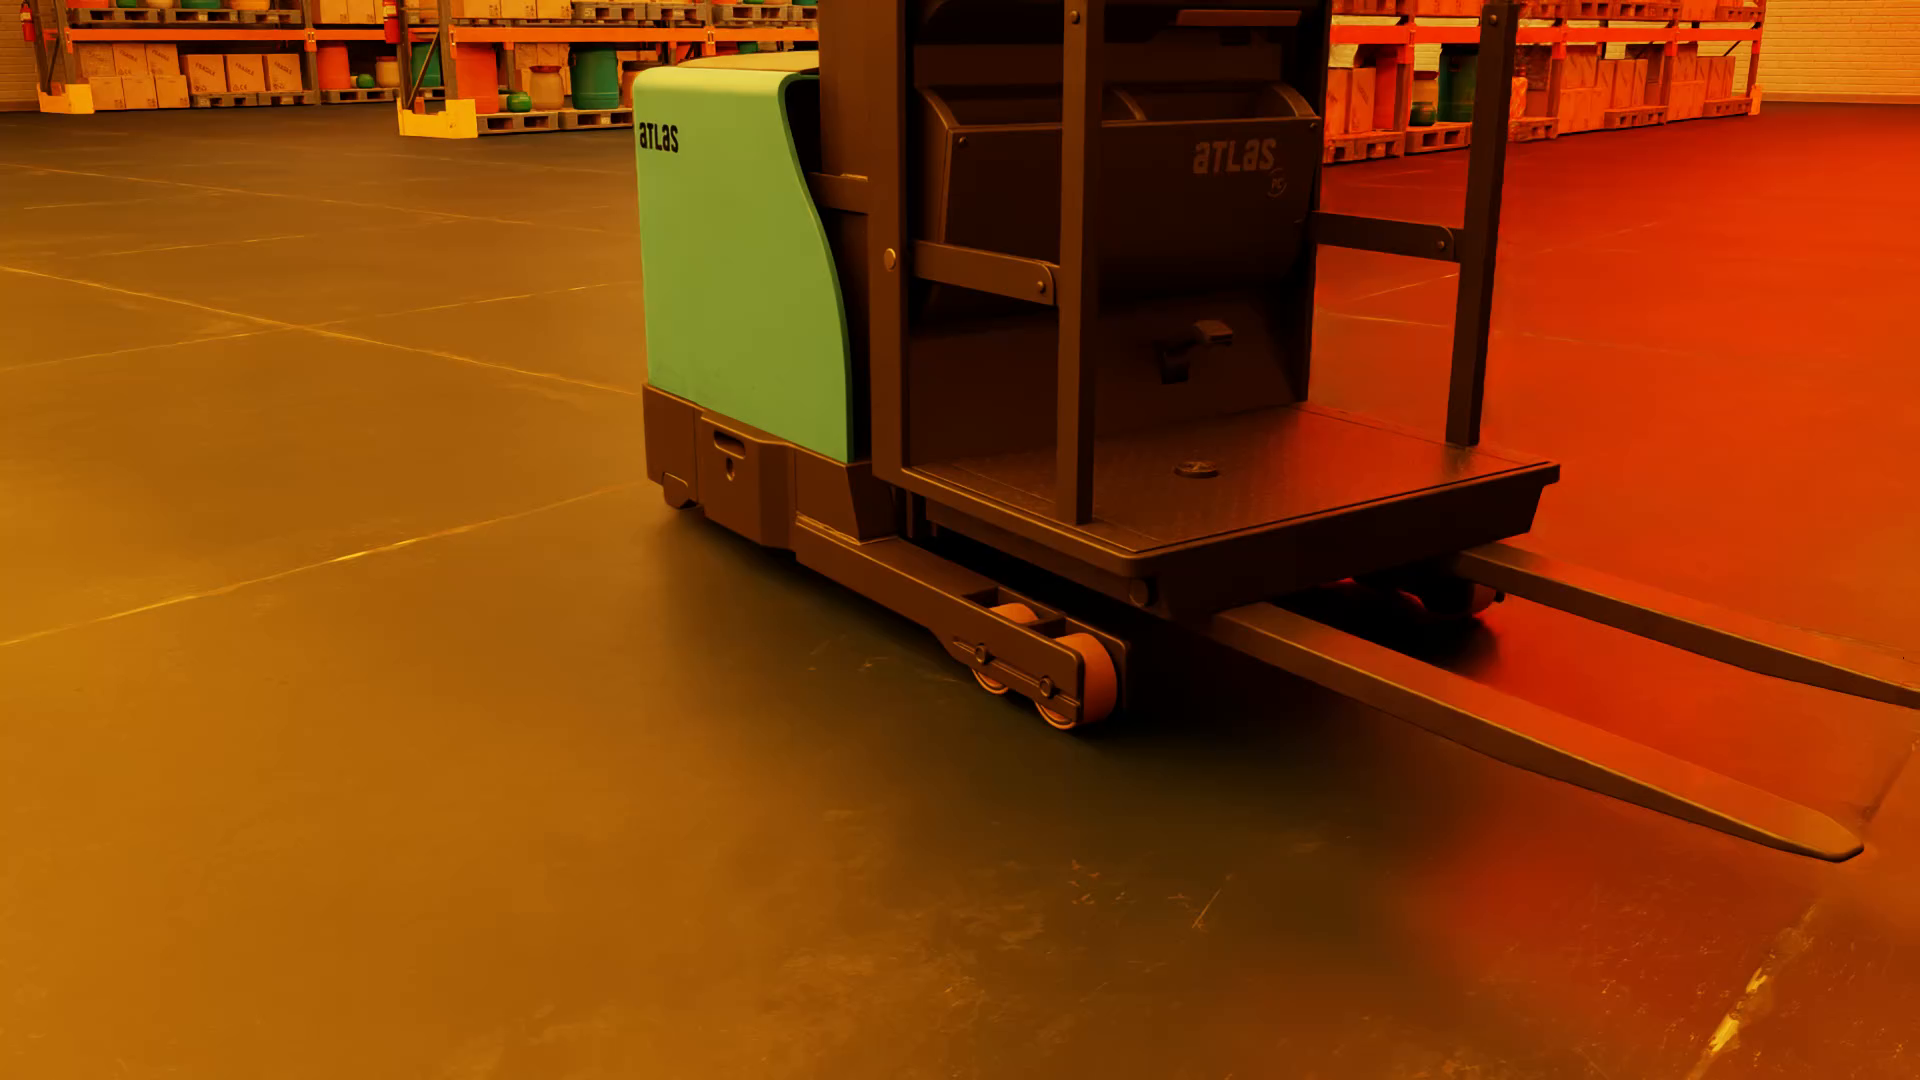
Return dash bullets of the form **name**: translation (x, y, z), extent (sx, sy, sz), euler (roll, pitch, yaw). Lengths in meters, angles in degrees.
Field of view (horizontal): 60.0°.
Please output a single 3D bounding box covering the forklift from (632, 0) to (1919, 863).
- **forklift**: translation (0.449, -1.233, 2.959), extent (1.130, 2.935, 3.031), euler (-11, 20, -33)
